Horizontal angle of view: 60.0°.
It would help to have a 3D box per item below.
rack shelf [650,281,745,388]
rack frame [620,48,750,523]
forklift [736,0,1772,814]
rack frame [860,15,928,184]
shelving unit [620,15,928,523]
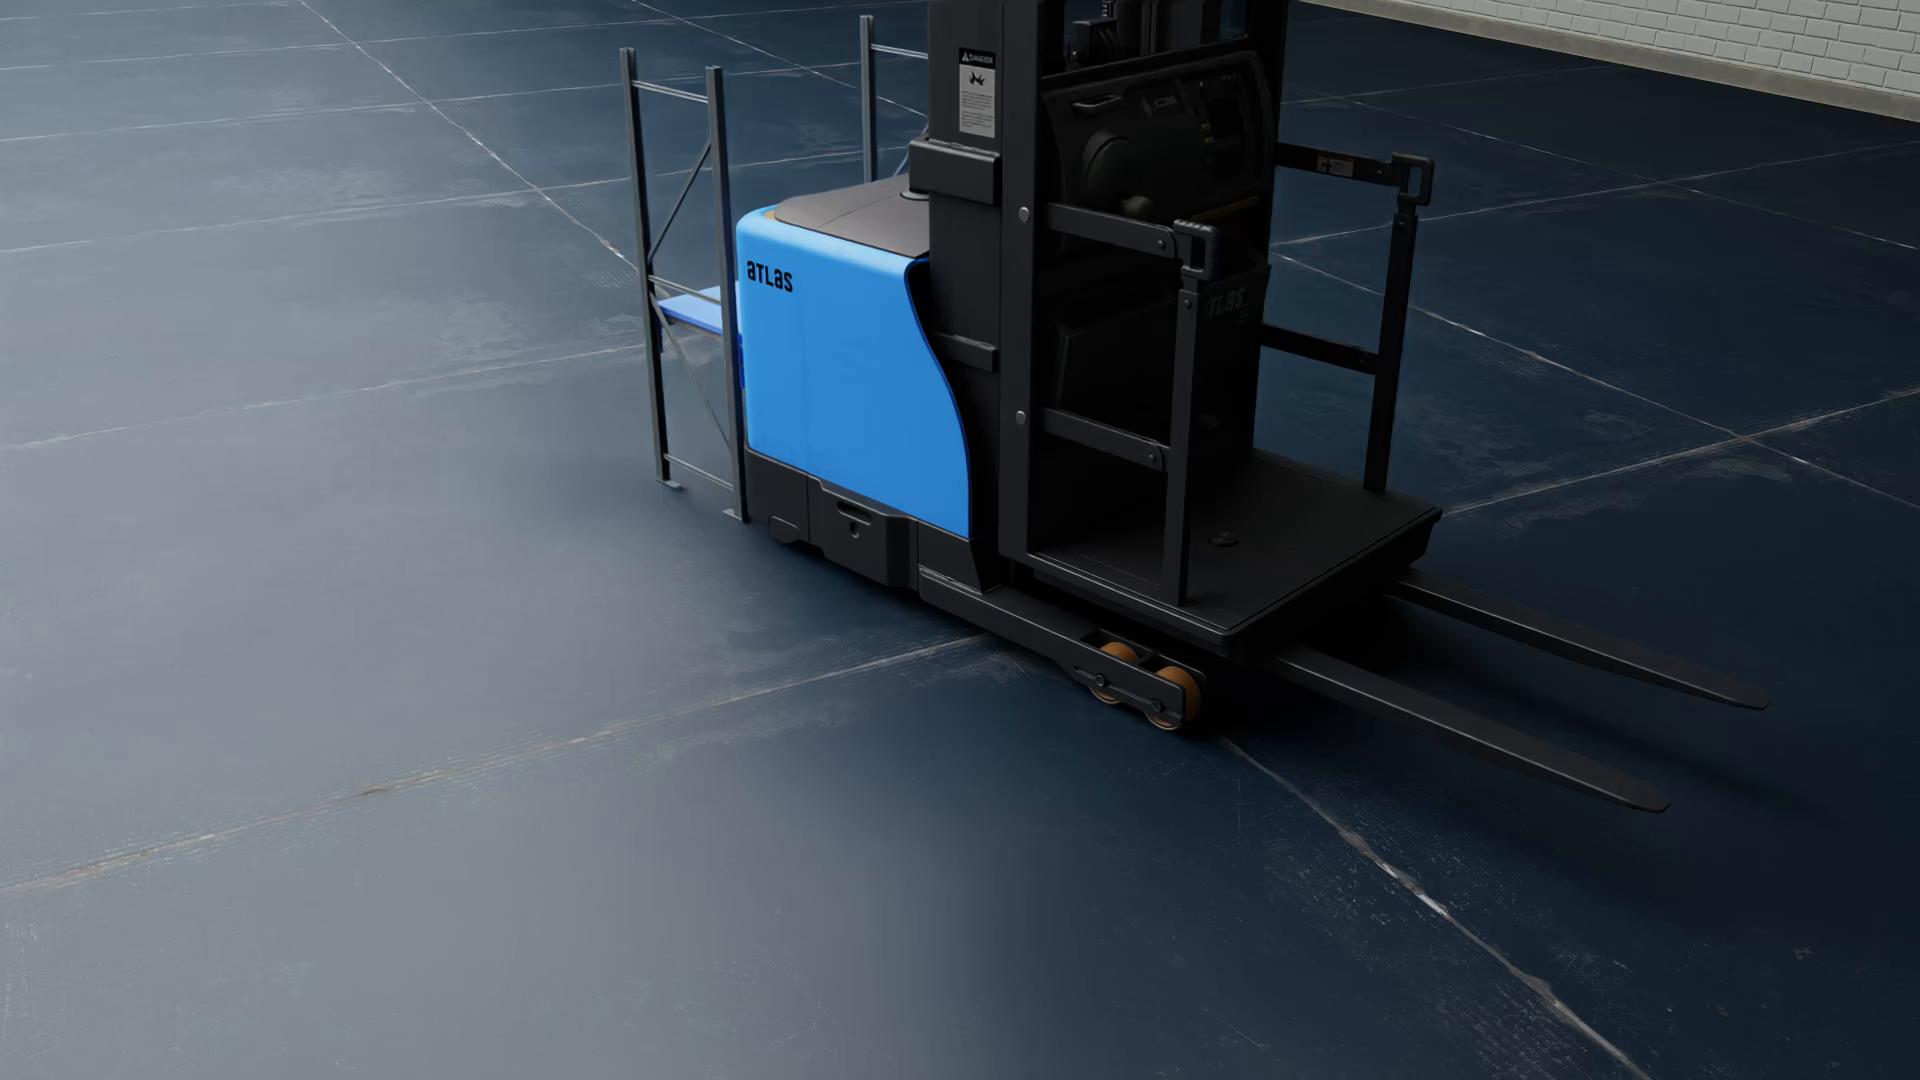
[{"bbox_3d":[-0.535,-0.807,5.866,1.000,0.185,0.538,-23,34,-39],"label":"rack shelf"},{"bbox_3d":[-0.899,-0.816,5.468,0.032,1.500,0.500,-23,34,-39],"label":"rack frame"},{"bbox_3d":[0.705,-1.068,4.341,3.031,2.935,1.130,22,34,39],"label":"forklift"},{"bbox_3d":[-0.172,-1.123,6.109,0.032,1.500,0.500,-23,34,-39],"label":"rack frame"},{"bbox_3d":[-0.535,-0.970,5.789,1.048,1.500,0.538,-23,34,-39],"label":"shelving unit"}]
